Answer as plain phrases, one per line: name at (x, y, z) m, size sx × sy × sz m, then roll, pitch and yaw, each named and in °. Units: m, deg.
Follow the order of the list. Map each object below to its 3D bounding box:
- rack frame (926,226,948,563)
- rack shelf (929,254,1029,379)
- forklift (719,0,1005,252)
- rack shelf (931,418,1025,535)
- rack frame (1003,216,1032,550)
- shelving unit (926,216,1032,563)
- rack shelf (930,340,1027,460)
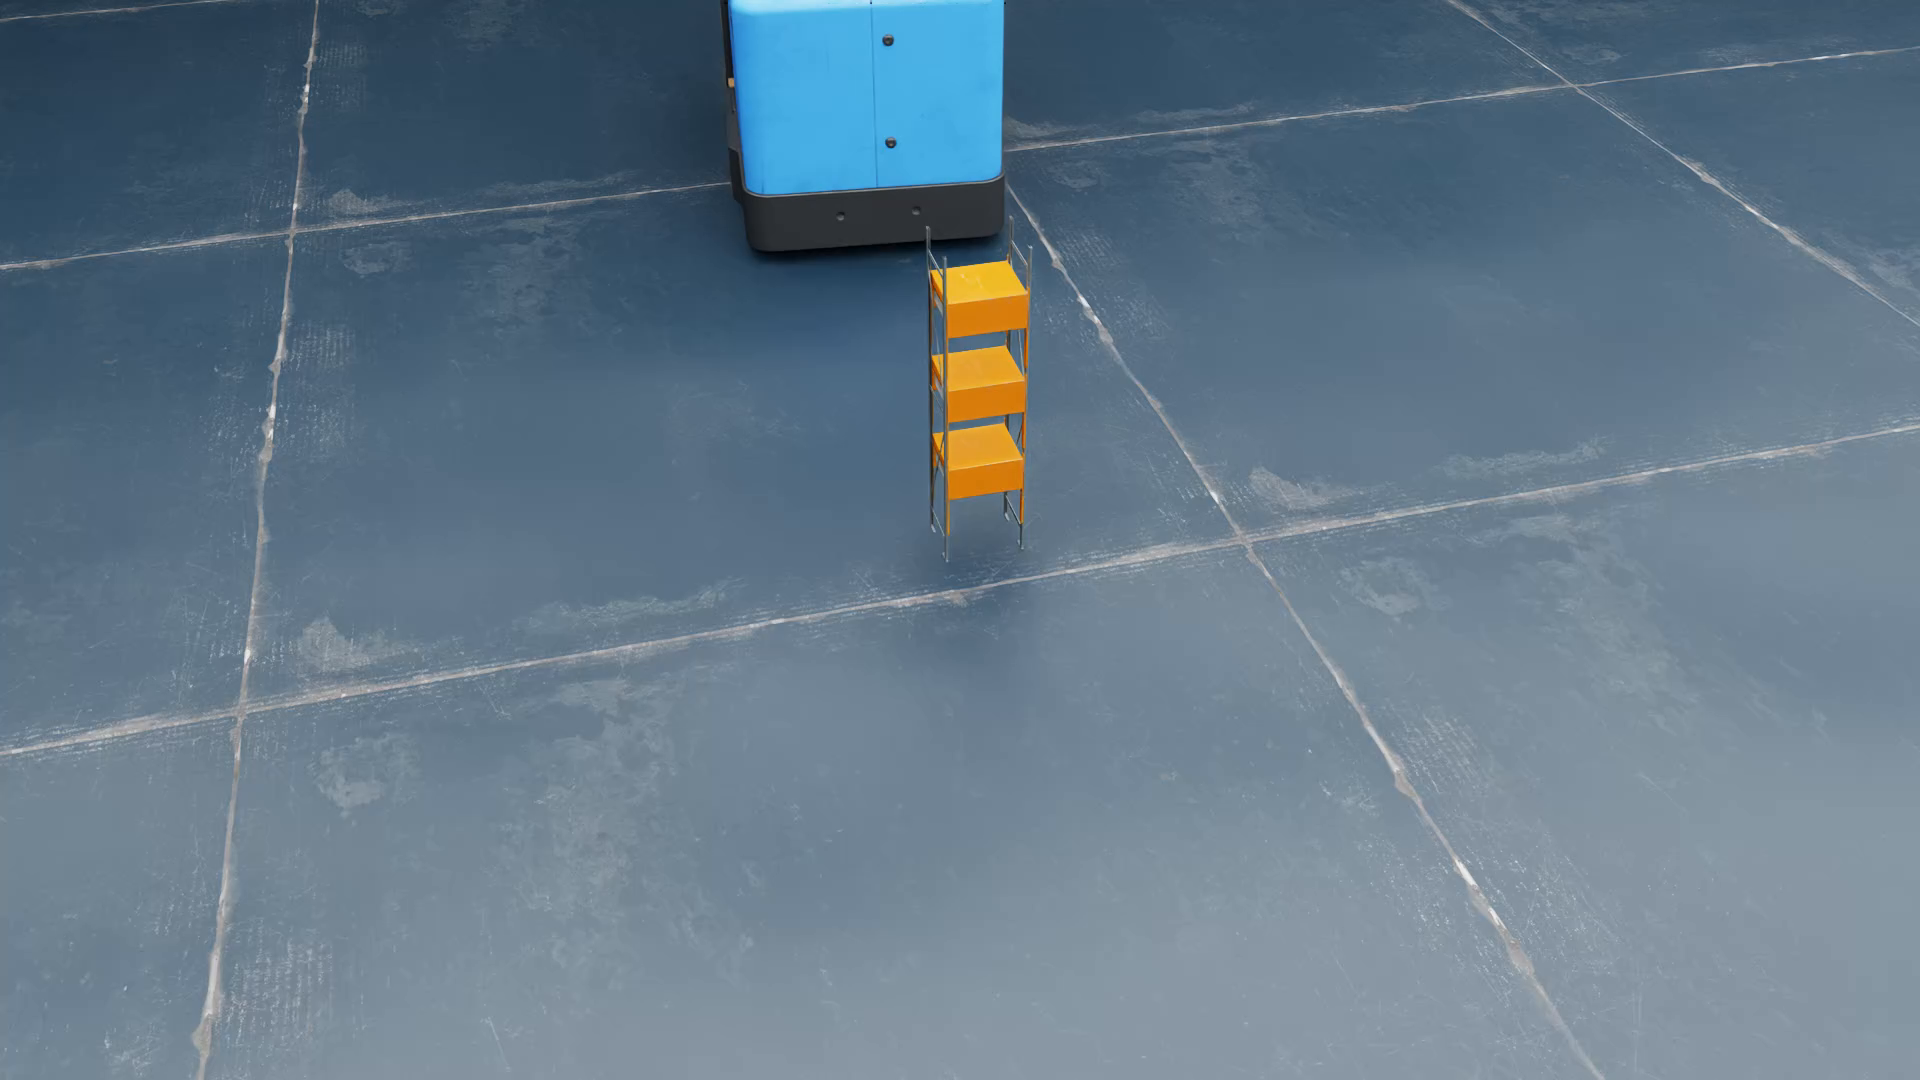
rack frame at (-0.066, -0.406, 4.917) m, size 0.008 × 1.050 × 0.200 m, roll -9°, pitch 38°, yaw -12°
rack shelf at (0.052, -0.642, 4.776) m, size 0.240 × 0.259 × 0.215 m, roll -9°, pitch 38°, yaw -12°
forklift at (-0.552, -3.206, 7.029) m, size 1.130 × 2.935 × 3.031 m, roll -5°, pitch 38°, yaw -7°
rack shelf at (0.052, -0.196, 5.117) m, size 0.240 × 0.259 × 0.215 m, roll -9°, pitch 38°, yaw -12°
rack frame at (0.169, -0.445, 4.967) m, size 0.008 × 1.050 × 0.200 m, roll -9°, pitch 38°, yaw -12°
shelving unit at (0.052, -0.425, 4.942) m, size 0.252 × 1.050 × 0.215 m, roll -9°, pitch 38°, yaw -12°
rack shelf at (0.052, -0.417, 4.949) m, size 0.240 × 0.259 × 0.215 m, roll -9°, pitch 38°, yaw -12°
